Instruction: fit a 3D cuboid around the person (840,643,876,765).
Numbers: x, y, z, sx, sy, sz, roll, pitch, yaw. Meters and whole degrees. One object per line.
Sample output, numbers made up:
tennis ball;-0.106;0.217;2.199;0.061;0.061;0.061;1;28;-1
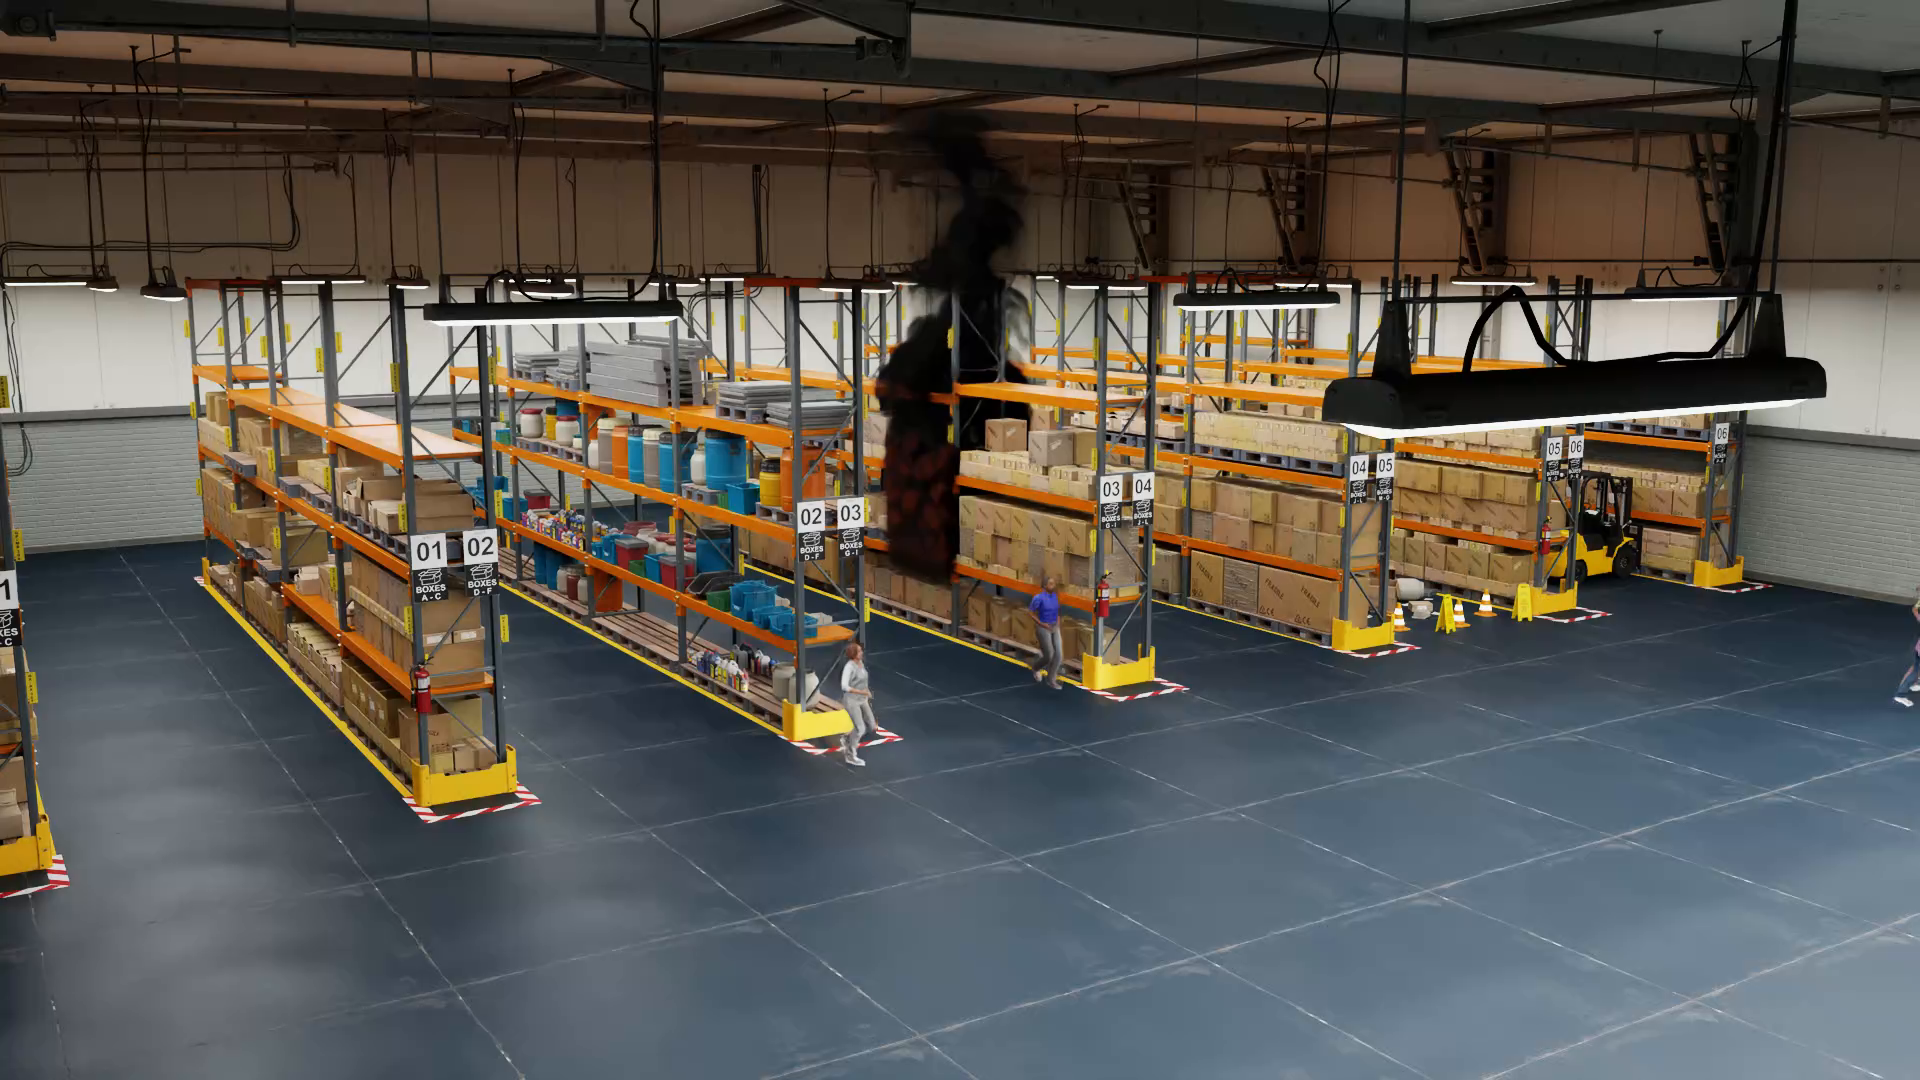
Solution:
person;-1.295;2.077;21.029;0.543;1.570;0.566;4;10;22

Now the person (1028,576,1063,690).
person;1.263;1.330;24.192;0.613;1.636;0.581;-7;12;-36

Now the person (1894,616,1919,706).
person;13.641;1.634;23.459;0.728;1.646;0.499;0;10;0

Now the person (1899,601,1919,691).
person;14.224;1.461;24.362;0.711;1.710;0.556;3;10;18
